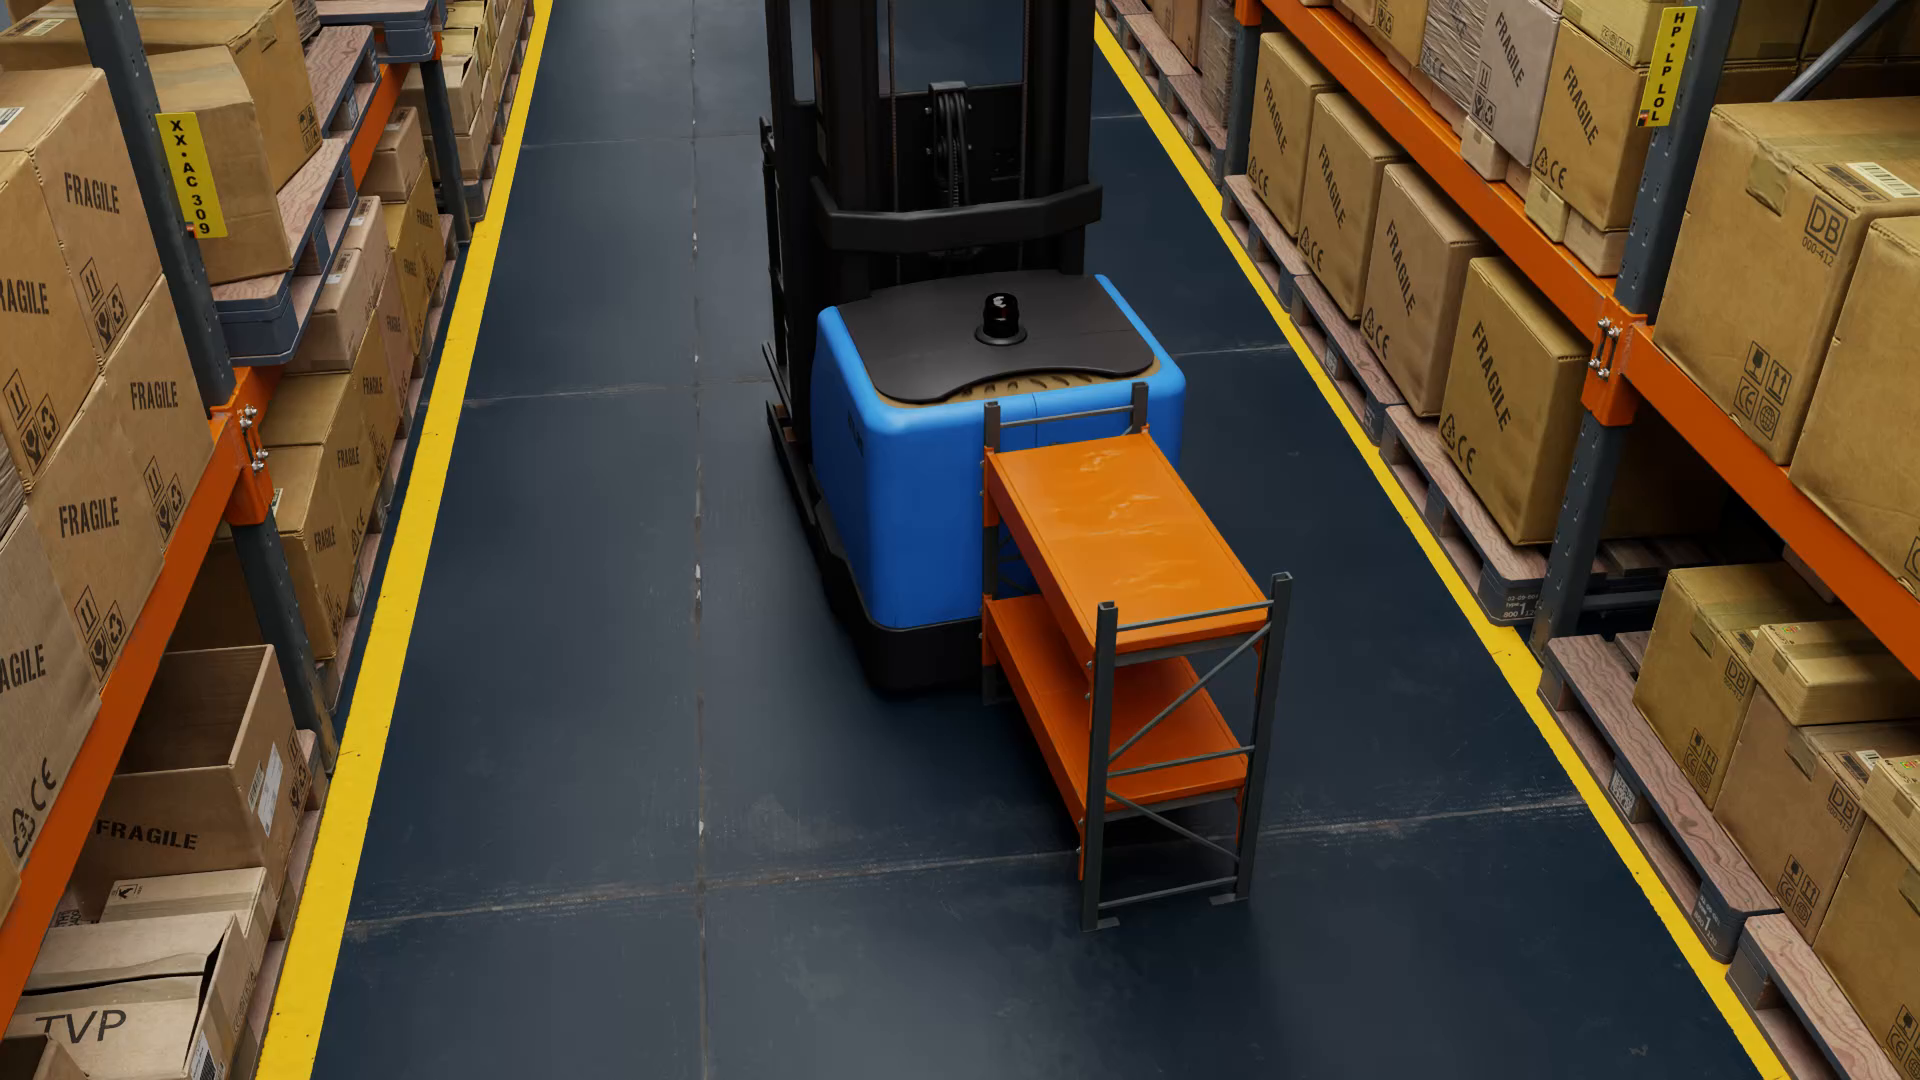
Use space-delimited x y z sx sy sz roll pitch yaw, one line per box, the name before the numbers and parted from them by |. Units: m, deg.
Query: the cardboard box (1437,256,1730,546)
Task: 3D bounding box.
cardboard box | 2.237 -0.518 5.882 0.750 0.750 0.750 -4 34 -6

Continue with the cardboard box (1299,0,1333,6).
cardboard box | 1.707 -2.519 7.488 0.380 0.149 0.250 -3 34 -5

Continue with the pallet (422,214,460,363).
pallet | -2.930 -1.163 7.769 1.003 0.211 1.213 -4 35 -6

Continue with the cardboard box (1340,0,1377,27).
cardboard box | 1.854 -2.424 6.773 0.500 0.500 0.500 -5 35 -7

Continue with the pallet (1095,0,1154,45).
pallet | 1.484 -3.758 11.576 1.003 0.211 1.213 -4 35 -6

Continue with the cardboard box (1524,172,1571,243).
cardboard box | 2.070 -1.091 5.392 0.380 0.149 0.250 -4 34 -5

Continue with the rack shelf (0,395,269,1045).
rack shelf | -2.186 0.911 2.889 1.077 0.370 4.000 -4 35 -6

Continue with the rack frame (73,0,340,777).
rack frame | -2.455 -0.503 4.324 1.000 3.000 0.127 -4 35 -6

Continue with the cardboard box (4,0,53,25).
cardboard box | -2.753 -1.699 5.617 0.700 0.500 0.500 -13 36 -18

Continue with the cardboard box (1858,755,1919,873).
cardboard box | 2.388 0.633 3.929 0.380 0.149 0.250 -5 35 -8

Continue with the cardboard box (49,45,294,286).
cardboard box | -2.297 -0.999 4.590 0.700 0.500 0.500 -16 37 -22

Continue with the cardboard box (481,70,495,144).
cardboard box | -2.841 -2.367 9.128 0.500 0.250 0.500 -5 35 -8

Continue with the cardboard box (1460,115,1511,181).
cardboard box | 1.986 -1.382 5.819 0.380 0.149 0.250 -4 35 -6

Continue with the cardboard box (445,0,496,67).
cardboard box | -2.917 -2.896 9.406 0.500 0.311 0.500 -5 35 -8

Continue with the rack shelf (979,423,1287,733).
rack shelf | 0.447 0.070 4.628 0.538 0.278 1.000 -9 35 -12

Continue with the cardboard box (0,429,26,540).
cardboard box | -1.991 -0.128 2.797 0.500 0.500 0.500 -4 34 -6

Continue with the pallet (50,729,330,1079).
pallet | -2.363 1.033 4.547 1.003 0.211 1.213 -4 35 -6

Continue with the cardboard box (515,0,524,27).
cardboard box | -3.121 -3.512 10.809 0.500 0.250 0.500 -5 35 -7

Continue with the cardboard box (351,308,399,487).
cardboard box | -2.421 -0.516 6.173 0.500 0.500 0.500 -4 34 -6

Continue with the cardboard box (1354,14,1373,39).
cardboard box | 1.907 -2.244 7.085 0.380 0.149 0.250 -4 34 -5

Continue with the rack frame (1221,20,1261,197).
rack frame | 1.915 -3.112 8.153 1.000 3.000 0.127 -4 35 -6

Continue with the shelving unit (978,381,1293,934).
shelving unit | 0.447 0.312 4.793 0.538 1.125 1.048 -9 35 -12

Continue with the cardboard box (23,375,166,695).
cardboard box | -2.063 0.003 3.493 0.500 0.500 0.500 -3 34 -5

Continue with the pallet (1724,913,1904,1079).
pallet | 2.646 1.385 4.030 1.003 0.211 1.213 -4 35 -6

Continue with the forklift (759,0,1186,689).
forklift | -0.164 -1.552 5.924 1.130 2.935 3.031 -9 35 -13

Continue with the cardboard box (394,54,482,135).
cardboard box | -2.772 -2.318 8.559 0.500 0.311 0.500 -3 34 -5

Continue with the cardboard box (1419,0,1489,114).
cardboard box | 2.004 -1.856 5.939 0.500 0.500 0.500 -4 35 -6

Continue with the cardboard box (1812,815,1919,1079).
cardboard box | 2.584 0.972 4.007 0.700 0.500 0.500 -4 34 -5

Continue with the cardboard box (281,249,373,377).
cardboard box | -2.413 -0.808 5.935 0.500 0.250 0.500 -4 35 -6

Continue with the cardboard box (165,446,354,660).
cardboard box | -2.278 0.060 5.327 0.500 0.500 0.500 -6 35 -9

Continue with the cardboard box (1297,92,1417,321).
cardboard box | 1.996 -1.488 7.305 0.750 0.750 0.750 -5 35 -7

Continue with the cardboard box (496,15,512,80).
cardboard box | -2.985 -2.943 9.973 0.500 0.250 0.500 -4 34 -5

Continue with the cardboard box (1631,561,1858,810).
cardboard box | 2.452 0.405 4.840 0.700 0.500 0.500 -4 34 -6

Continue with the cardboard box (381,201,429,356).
cardboard box | -2.565 -1.091 7.016 0.500 0.500 0.500 -6 35 -8

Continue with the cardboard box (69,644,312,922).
cardboard box | -2.097 0.645 4.469 0.500 0.500 0.500 -4 35 -6

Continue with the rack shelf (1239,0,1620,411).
rack shelf | 2.184 -1.699 6.718 1.077 0.370 4.000 -4 35 -6

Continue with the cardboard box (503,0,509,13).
cardboard box | -3.051 -3.463 10.239 0.500 0.311 0.500 -4 35 -7

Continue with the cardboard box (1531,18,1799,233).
cardboard box | 2.142 -1.291 5.110 0.500 0.500 0.500 -5 35 -7

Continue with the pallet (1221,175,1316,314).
pallet | 1.947 -1.514 8.284 1.003 0.211 1.213 -4 35 -6

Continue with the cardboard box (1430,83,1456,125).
cardboard box | 2.000 -1.664 6.233 0.380 0.149 0.250 -5 35 -8

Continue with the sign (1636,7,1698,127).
sign | 1.917 -1.279 4.506 0.100 0.325 0.005 -4 35 -6

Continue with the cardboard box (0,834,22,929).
cardboard box | -1.920 0.574 2.656 0.500 0.500 0.500 -4 34 -6

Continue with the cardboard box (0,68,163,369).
cardboard box | -2.130 -0.695 3.629 0.500 0.500 0.500 -4 34 -6

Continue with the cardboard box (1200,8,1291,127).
cardboard box | 1.767 -2.659 9.317 0.700 0.500 0.500 -4 34 -6

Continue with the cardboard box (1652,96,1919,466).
cardboard box | 2.510 -0.700 4.347 0.980 0.700 0.700 -4 34 -6

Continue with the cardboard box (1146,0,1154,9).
cardboard box | 1.612 -3.799 10.990 0.700 0.500 0.500 -5 35 -7

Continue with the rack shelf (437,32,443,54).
rack shelf | -3.262 -3.554 9.440 1.077 0.370 4.000 -4 35 -6

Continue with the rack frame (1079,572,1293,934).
rack frame | 0.579 0.589 4.387 0.500 1.125 0.032 -9 35 -12

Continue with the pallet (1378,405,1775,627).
pallet | 2.275 -0.152 6.286 1.003 0.211 1.213 -4 35 -6

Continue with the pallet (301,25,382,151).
pallet | -2.727 -1.571 6.061 1.003 0.211 1.213 -4 35 -6

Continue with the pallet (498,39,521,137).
pallet | -3.226 -2.724 10.060 1.003 0.211 1.213 -4 35 -6

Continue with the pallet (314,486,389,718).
pallet | -2.602 0.199 5.771 1.003 0.211 1.213 -4 35 -6

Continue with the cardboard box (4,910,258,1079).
cardboard box | -1.996 1.142 3.908 0.500 0.311 0.500 -4 35 -6

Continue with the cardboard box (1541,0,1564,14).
cardboard box | 2.078 -1.890 5.323 0.500 0.250 0.500 -4 34 -5

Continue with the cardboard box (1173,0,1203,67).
cardboard box | 1.718 -3.230 10.155 0.700 0.500 0.500 -5 35 -7

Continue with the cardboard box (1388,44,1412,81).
cardboard box | 1.947 -1.960 6.668 0.380 0.149 0.250 -4 34 -6

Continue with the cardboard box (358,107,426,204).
cardboard box | -2.623 -1.658 7.183 0.500 0.250 0.500 -3 34 -5
